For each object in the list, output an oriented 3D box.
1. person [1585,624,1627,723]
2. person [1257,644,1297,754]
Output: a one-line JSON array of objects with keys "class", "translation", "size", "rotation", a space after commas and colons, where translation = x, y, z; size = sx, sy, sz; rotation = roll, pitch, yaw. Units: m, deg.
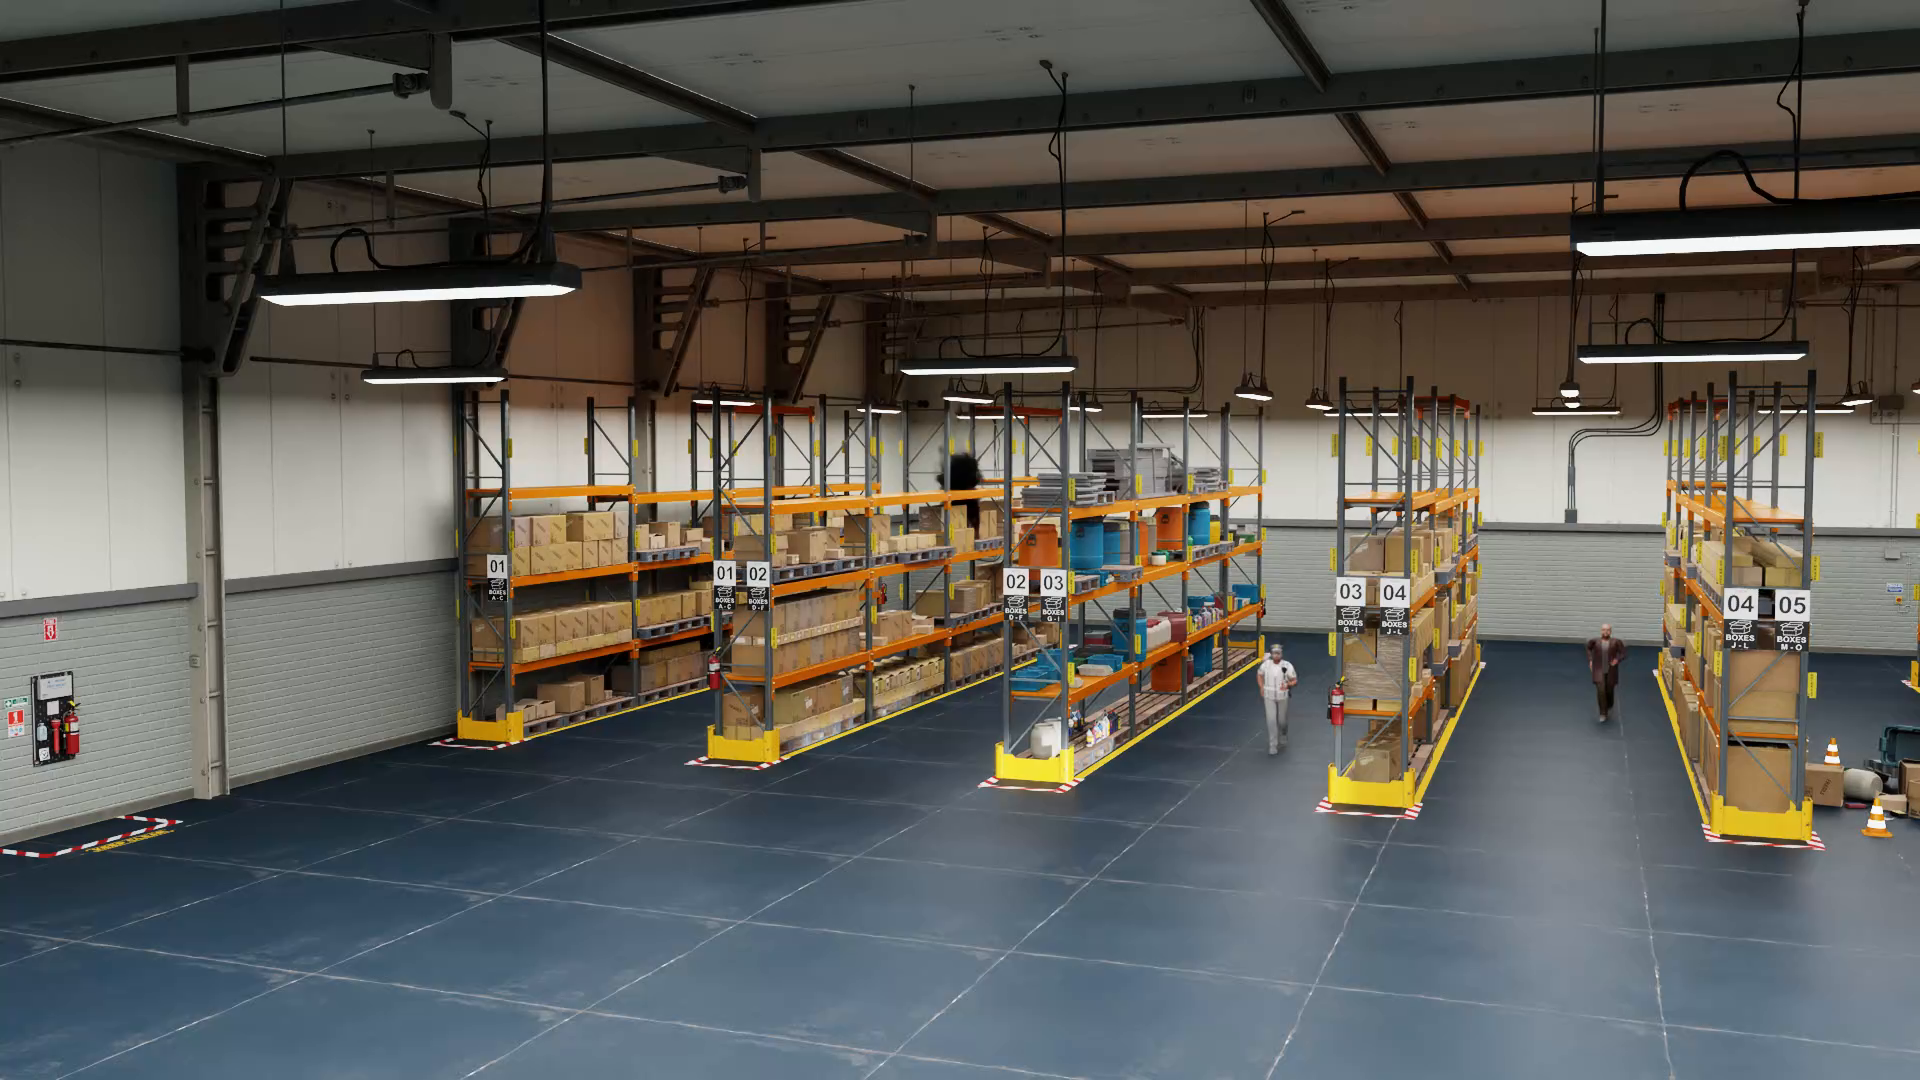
[{"class": "person", "translation": [11.889, 2.432, 30.628], "size": [0.716, 1.788, 0.920], "rotation": [1, 3, 21]}, {"class": "person", "translation": [5.227, 2.595, 27.454], "size": [0.667, 1.778, 0.860], "rotation": [1, 3, 14]}]
